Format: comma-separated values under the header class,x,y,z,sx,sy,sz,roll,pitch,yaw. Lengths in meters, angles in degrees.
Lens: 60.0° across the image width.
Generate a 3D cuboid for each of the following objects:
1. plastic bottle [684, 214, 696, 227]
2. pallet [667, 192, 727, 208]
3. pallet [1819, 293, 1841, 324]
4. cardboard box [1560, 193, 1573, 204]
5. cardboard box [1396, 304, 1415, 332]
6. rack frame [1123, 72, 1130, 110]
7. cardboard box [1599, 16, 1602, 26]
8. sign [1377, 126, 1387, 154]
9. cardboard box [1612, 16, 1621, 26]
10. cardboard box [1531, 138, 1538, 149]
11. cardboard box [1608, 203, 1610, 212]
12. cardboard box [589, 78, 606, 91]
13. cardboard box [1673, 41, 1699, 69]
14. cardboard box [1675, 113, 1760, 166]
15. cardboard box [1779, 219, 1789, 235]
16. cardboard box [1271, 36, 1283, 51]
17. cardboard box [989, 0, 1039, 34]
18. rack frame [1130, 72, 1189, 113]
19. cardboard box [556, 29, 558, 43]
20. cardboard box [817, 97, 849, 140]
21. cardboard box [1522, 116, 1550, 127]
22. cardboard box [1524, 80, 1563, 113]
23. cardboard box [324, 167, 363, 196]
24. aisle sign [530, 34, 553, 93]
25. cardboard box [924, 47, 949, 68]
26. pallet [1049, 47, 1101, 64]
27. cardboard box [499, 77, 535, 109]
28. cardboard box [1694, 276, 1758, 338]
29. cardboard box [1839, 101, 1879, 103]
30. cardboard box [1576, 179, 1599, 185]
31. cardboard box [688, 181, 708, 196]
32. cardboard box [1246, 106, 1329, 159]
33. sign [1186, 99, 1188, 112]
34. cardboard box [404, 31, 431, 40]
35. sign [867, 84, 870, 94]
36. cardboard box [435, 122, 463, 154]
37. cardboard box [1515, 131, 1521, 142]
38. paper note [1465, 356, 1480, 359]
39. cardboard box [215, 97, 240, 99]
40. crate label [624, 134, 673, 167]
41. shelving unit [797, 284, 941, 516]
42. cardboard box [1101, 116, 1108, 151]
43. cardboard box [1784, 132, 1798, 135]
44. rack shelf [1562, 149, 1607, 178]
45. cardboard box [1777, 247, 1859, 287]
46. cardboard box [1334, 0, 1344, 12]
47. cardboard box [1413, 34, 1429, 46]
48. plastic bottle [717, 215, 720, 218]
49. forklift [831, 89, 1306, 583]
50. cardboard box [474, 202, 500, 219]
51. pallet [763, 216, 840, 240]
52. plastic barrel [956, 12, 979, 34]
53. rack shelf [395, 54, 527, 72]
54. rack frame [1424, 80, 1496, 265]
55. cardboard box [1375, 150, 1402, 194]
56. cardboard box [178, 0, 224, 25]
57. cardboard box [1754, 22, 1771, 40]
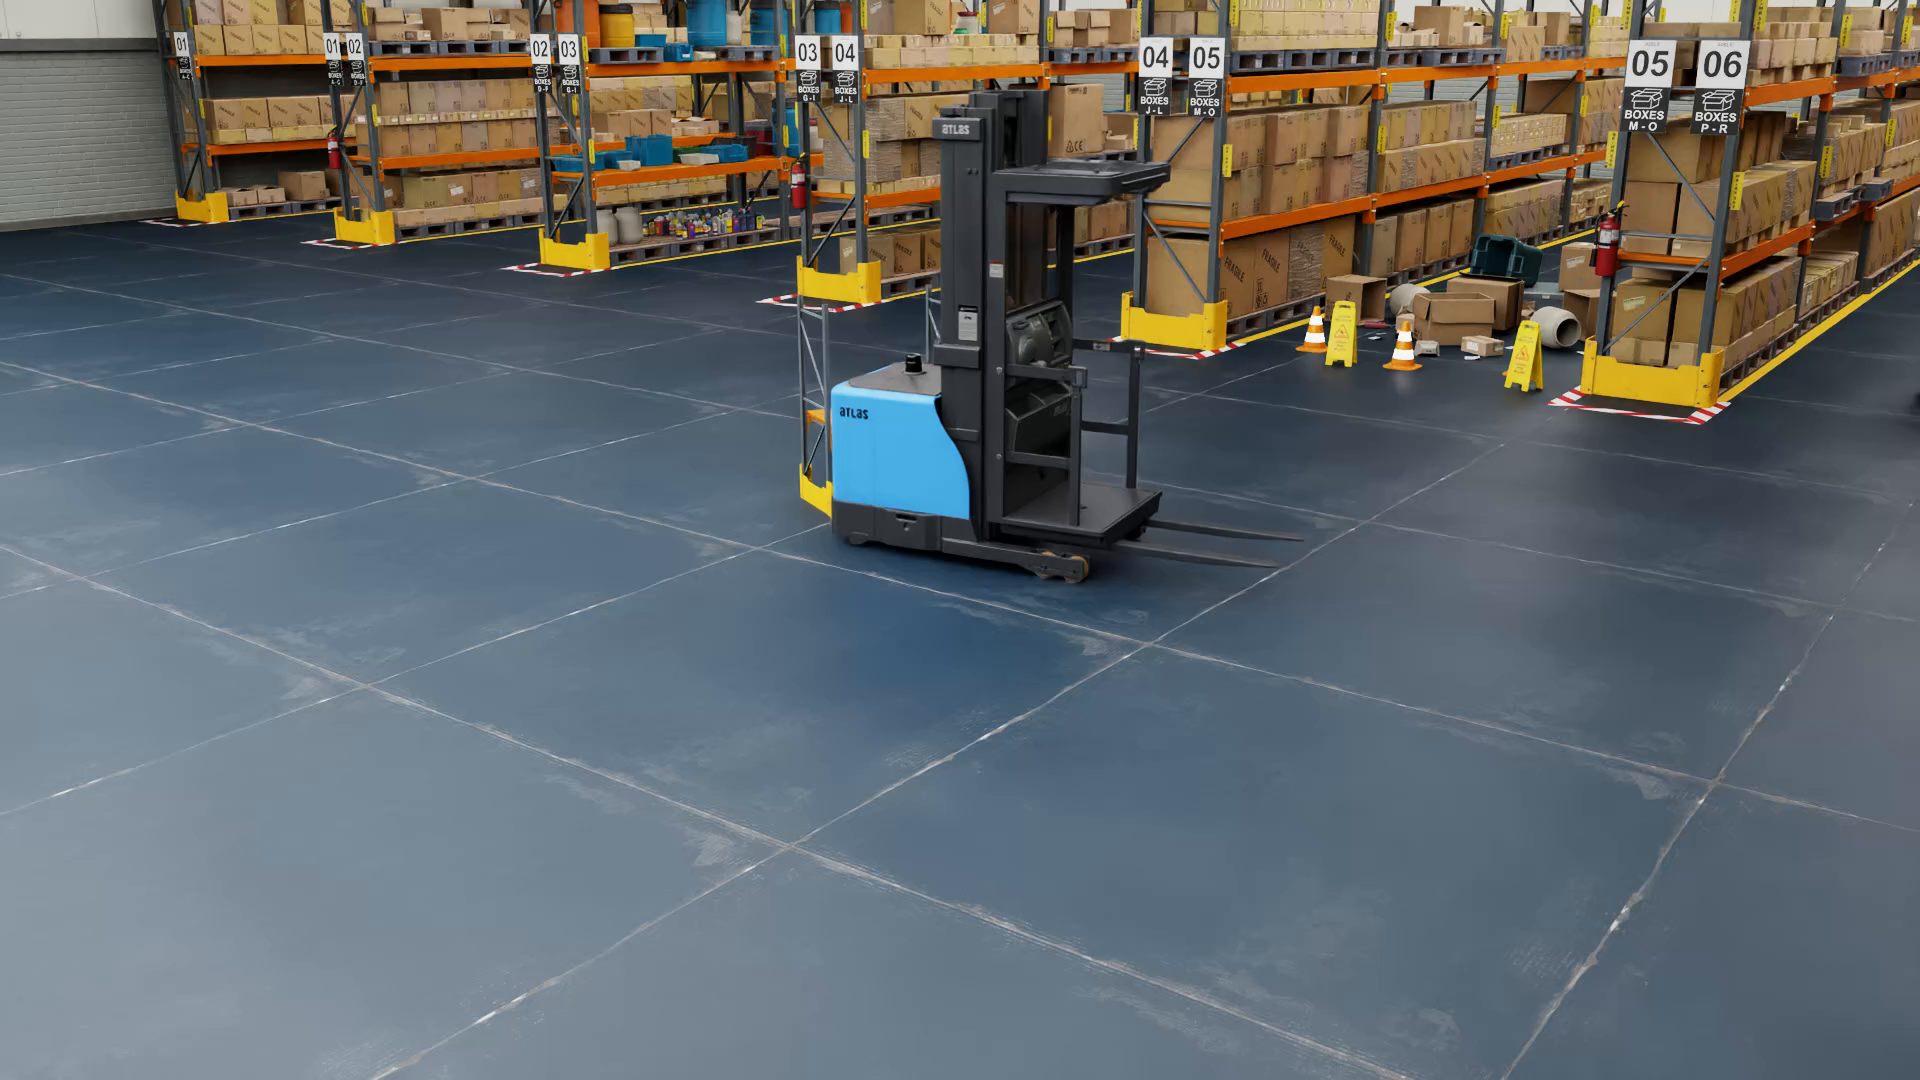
class,x,y,z,sx,sy,sz,roll,pitch,yaw
plastic bottle,-4.225,-4.949,25.975,0.152,0.276,0.135,12,21,35
pallet,-5.293,-6.633,32.248,1.003,0.211,1.213,12,21,35
pallet,9.947,-2.845,20.049,1.003,0.211,1.213,12,21,35
cardboard box,9.861,-5.624,27.391,0.380,0.149,0.250,13,22,37
cardboard box,5.177,-2.509,18.876,0.258,0.266,0.396,-16,23,-41
rack frame,3.971,-9.183,35.758,1.000,3.000,0.127,12,21,35
cardboard box,10.150,-8.400,26.916,0.380,0.149,0.250,12,21,34
sign,5.169,-4.903,20.382,0.100,0.325,0.005,12,21,35
cardboard box,10.679,-8.576,27.482,0.380,0.149,0.250,14,22,37
cardboard box,8.638,-6.095,25.529,0.380,0.149,0.250,14,22,37
cardboard box,11.189,-5.825,29.042,0.380,0.149,0.250,11,21,32
cardboard box,-7.955,-9.777,35.701,0.500,0.250,0.500,12,21,34
cardboard box,6.463,-4.419,15.108,0.500,0.250,0.500,12,21,34
cardboard box,7.679,-4.067,16.927,0.700,0.500,0.500,12,21,33
cardboard box,8.208,-3.206,16.933,0.380,0.149,0.250,12,21,34
cardboard box,3.252,-5.364,17.947,0.380,0.149,0.250,13,21,35
cardboard box,0.736,-7.159,22.668,0.500,0.500,0.500,12,21,33
rack frame,3.182,-6.403,26.804,1.000,3.000,0.127,12,21,35
cardboard box,-6.780,-8.908,29.358,0.500,0.250,0.500,15,23,40
cardboard box,-1.455,-5.339,21.024,0.500,0.500,0.500,12,21,35
cardboard box,8.935,-6.502,25.835,0.380,0.149,0.250,12,21,35
cardboard box,9.552,-7.282,27.279,0.500,0.500,0.500,12,21,33
cardboard box,-11.721,-6.838,31.679,0.500,0.500,0.500,11,20,31
aisle sign,-5.843,-6.650,23.215,0.394,0.787,0.004,12,21,35
cardboard box,-0.489,-6.169,21.245,0.500,0.250,0.500,12,21,34
pallet,1.252,-6.921,23.732,1.213,0.211,1.003,12,21,35
cardboard box,-7.714,-7.641,28.437,0.700,0.500,0.500,12,21,35
cardboard box,7.399,-2.266,16.147,0.500,0.500,0.500,11,21,33
cardboard box,12.450,-5.831,23.107,0.500,0.500,0.500,12,21,33
cardboard box,11.220,-6.379,29.824,0.380,0.149,0.250,13,21,36
cardboard box,-5.193,-6.750,31.850,0.500,0.250,0.500,12,21,34
cardboard box,3.808,-4.799,19.567,0.875,0.550,0.550,12,21,35
sign,3.624,-6.824,26.343,0.100,0.325,0.005,12,21,35
cardboard box,-8.695,-8.078,26.620,0.380,0.149,0.250,12,21,35
sign,-1.940,-9.563,35.027,0.100,0.325,0.005,12,21,35
cardboard box,-8.640,-6.649,27.427,0.700,0.500,0.500,13,21,35
cardboard box,8.170,-6.053,24.892,0.380,0.149,0.250,12,21,35
paper note,5.339,-1.905,17.327,0.148,0.019,0.142,5,18,16
cardboard box,-13.100,-7.687,29.895,0.500,0.500,0.500,13,21,35
crate label,-4.683,-5.876,25.047,0.502,0.435,0.616,12,21,35
shelving unit,-0.570,-1.031,12.036,1.083,1.500,0.587,-9,19,-26
cardboard box,1.758,-6.129,25.041,0.797,0.503,0.637,15,23,40
cardboard box,9.143,-4.358,18.842,0.500,0.500,0.500,13,21,35
rack shelf,10.681,-6.588,28.613,1.077,0.370,4.000,12,21,35
cardboard box,10.797,-3.464,21.065,0.950,0.372,0.625,11,20,31
cardboard box,4.157,-6.106,18.994,0.380,0.149,0.250,13,21,35
cardboard box,5.766,-6.398,21.279,0.380,0.149,0.250,12,21,35
plastic bottle,-3.735,-4.923,25.878,0.061,0.283,0.133,12,21,35
forklift,0.690,-1.312,10.527,3.031,2.935,1.130,8,19,25
cardboard box,-8.145,-5.582,28.088,0.500,0.250,0.500,12,21,35
pallet,-2.742,-5.188,27.593,1.003,0.211,1.213,12,21,35
plastic barrel,0.140,-9.425,30.541,0.433,0.535,0.433,0,17,0
rack shelf,-9.943,-9.641,33.388,1.077,0.370,4.000,12,21,35
rack frame,7.106,-5.502,23.904,1.000,3.000,0.127,12,21,35
cardboard box,5.252,-4.675,21.072,0.500,0.500,0.500,13,21,35
cardboard box,-13.094,-9.139,28.671,0.500,0.500,0.500,11,20,31
cardboard box,7.086,-4.600,15.019,0.380,0.149,0.250,12,21,35
